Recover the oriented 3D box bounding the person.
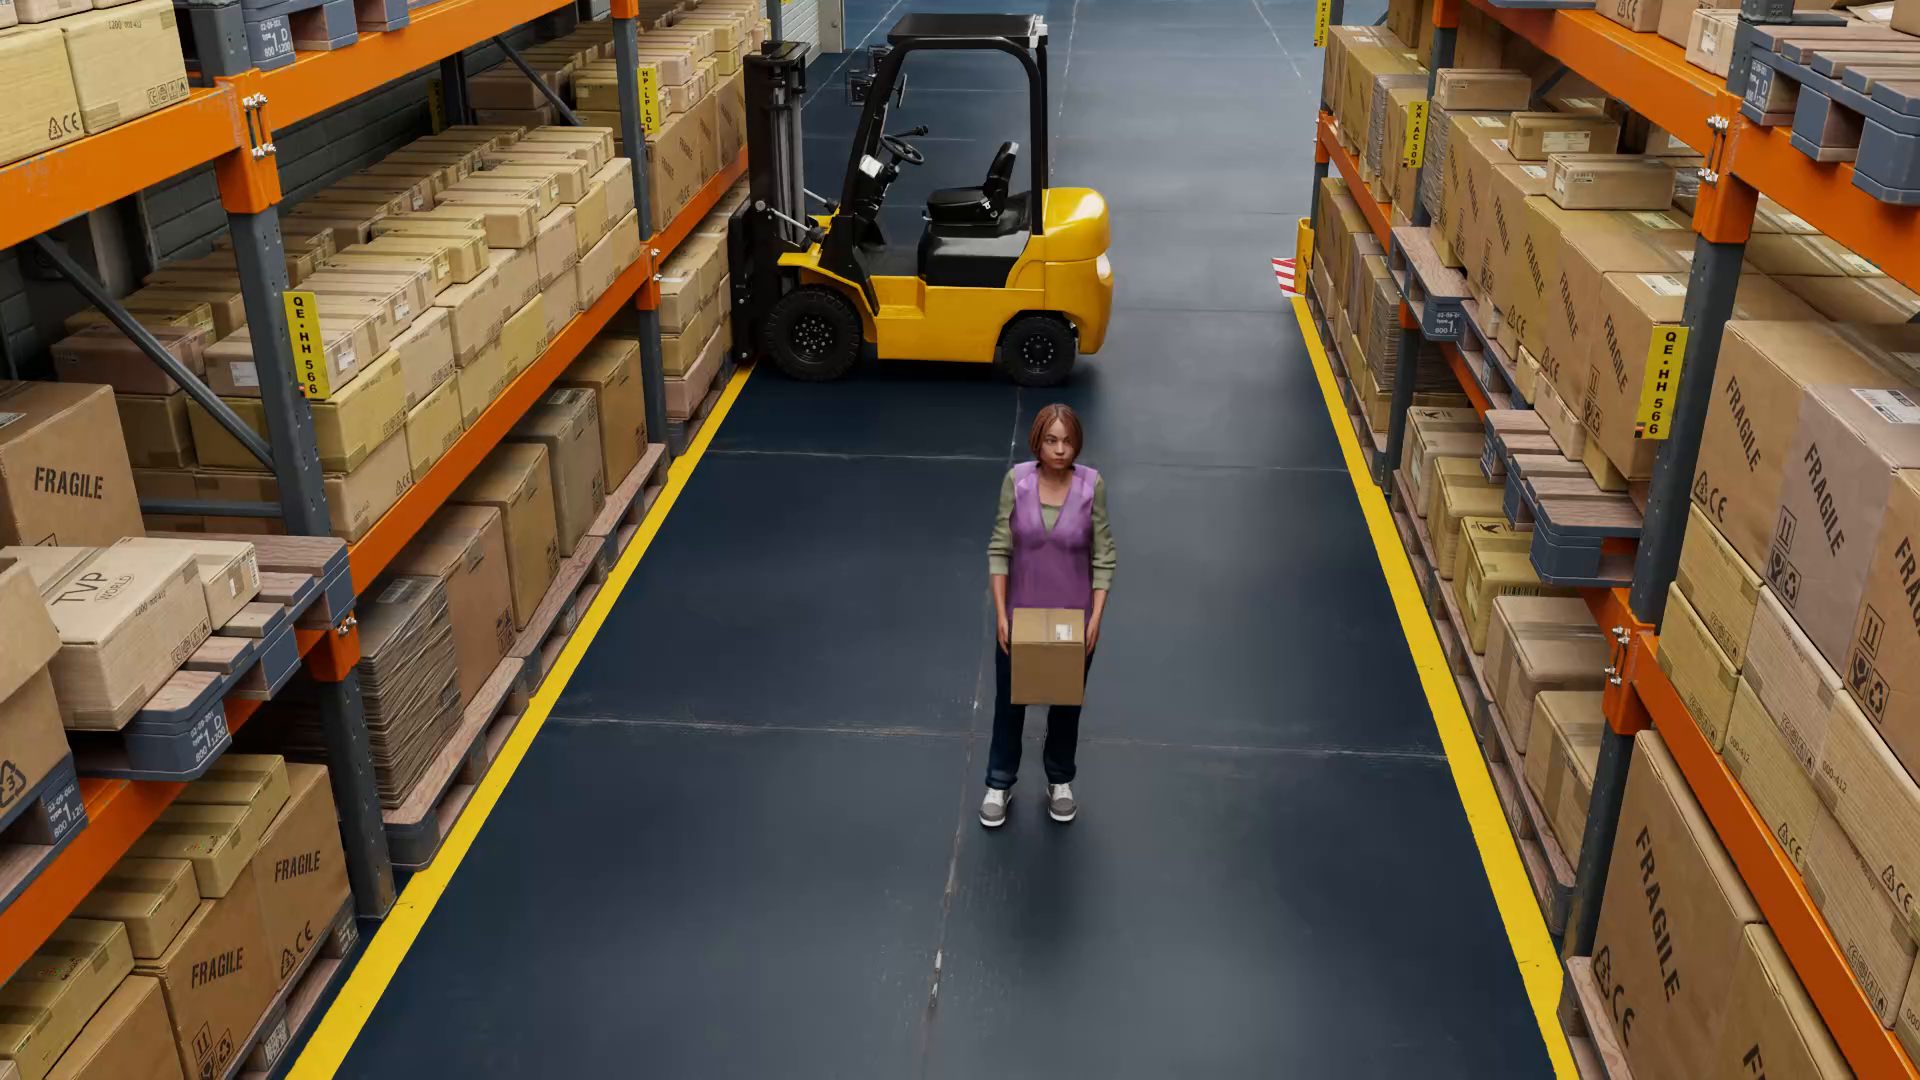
[{"bbox_3d":[0.316,0.291,5.981,0.477,1.601,0.388,2,25,4],"label":"person"}]
